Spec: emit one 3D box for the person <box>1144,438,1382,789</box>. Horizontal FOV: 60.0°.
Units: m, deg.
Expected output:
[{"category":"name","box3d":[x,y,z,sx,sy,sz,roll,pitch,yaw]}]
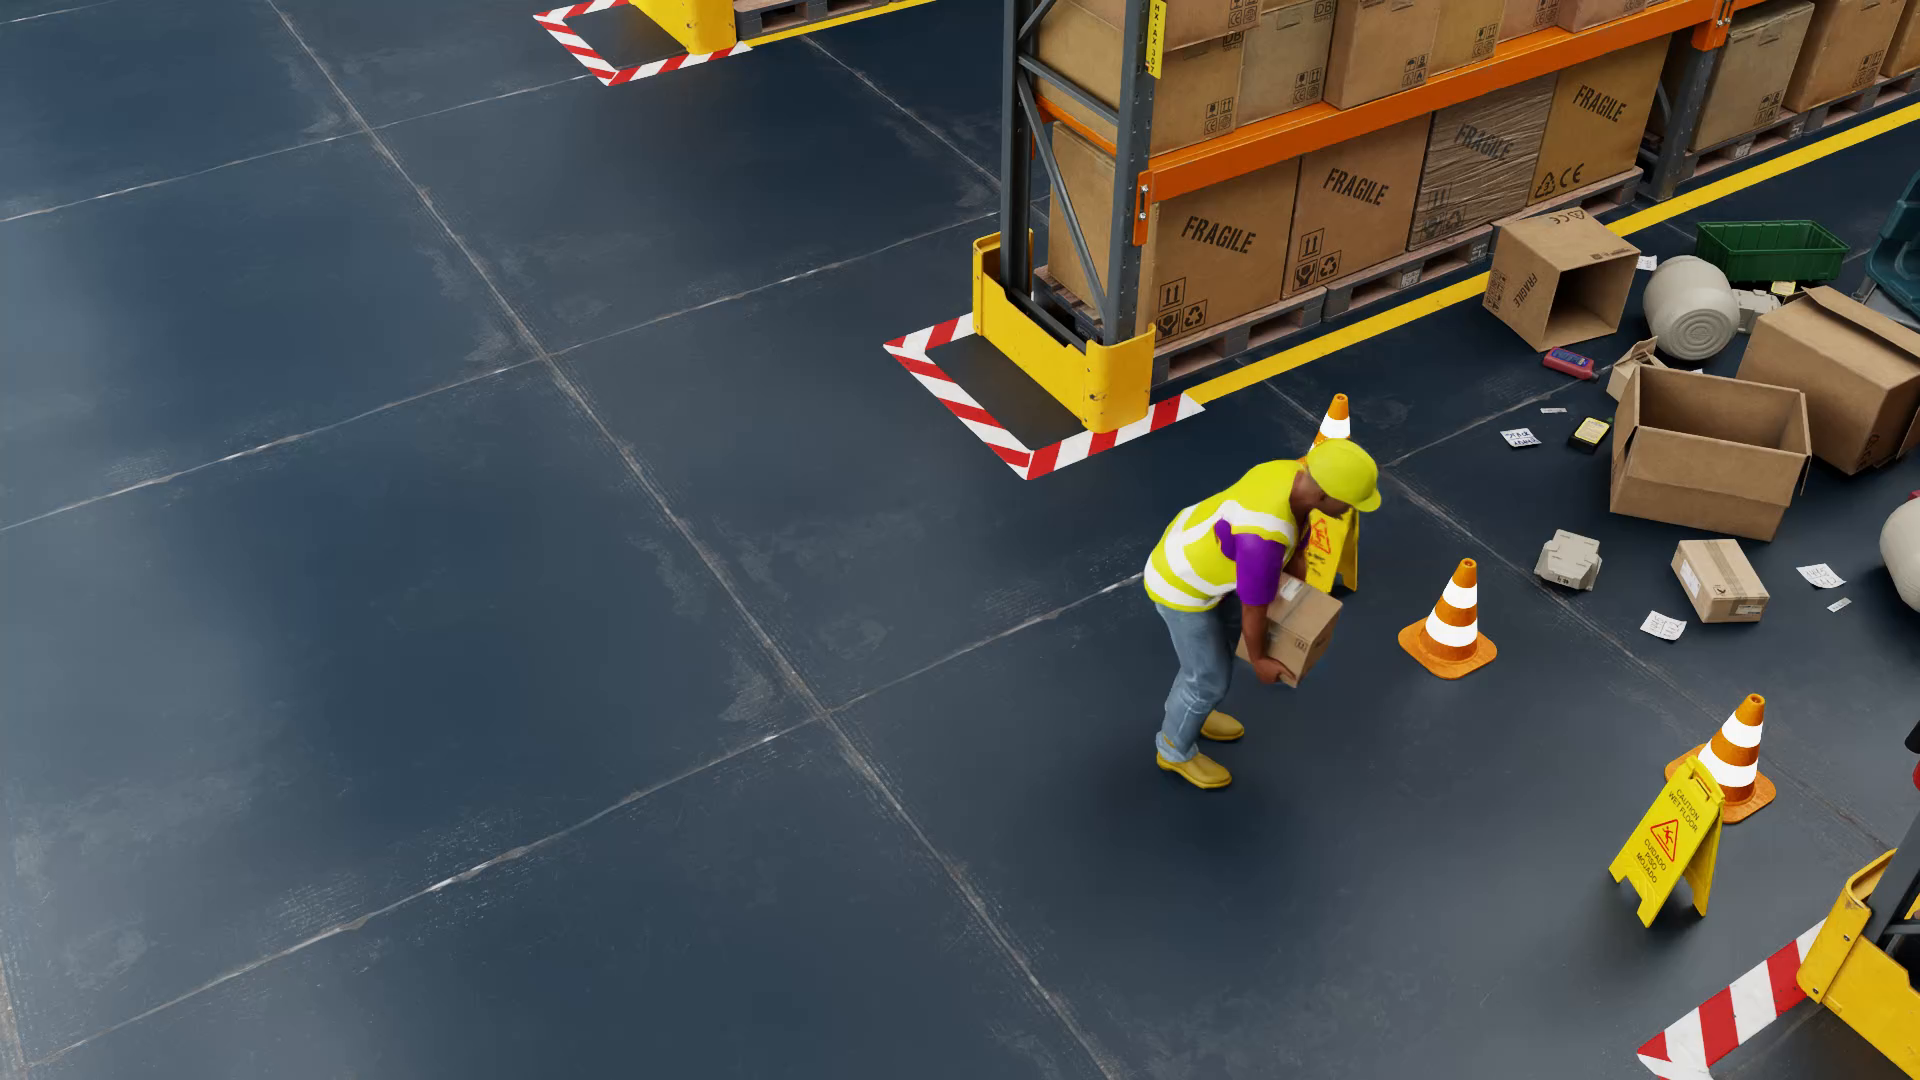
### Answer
[{"category":"person","box3d":[1.043,0.235,5.984,0.749,1.608,0.480,18,44,20]}]
